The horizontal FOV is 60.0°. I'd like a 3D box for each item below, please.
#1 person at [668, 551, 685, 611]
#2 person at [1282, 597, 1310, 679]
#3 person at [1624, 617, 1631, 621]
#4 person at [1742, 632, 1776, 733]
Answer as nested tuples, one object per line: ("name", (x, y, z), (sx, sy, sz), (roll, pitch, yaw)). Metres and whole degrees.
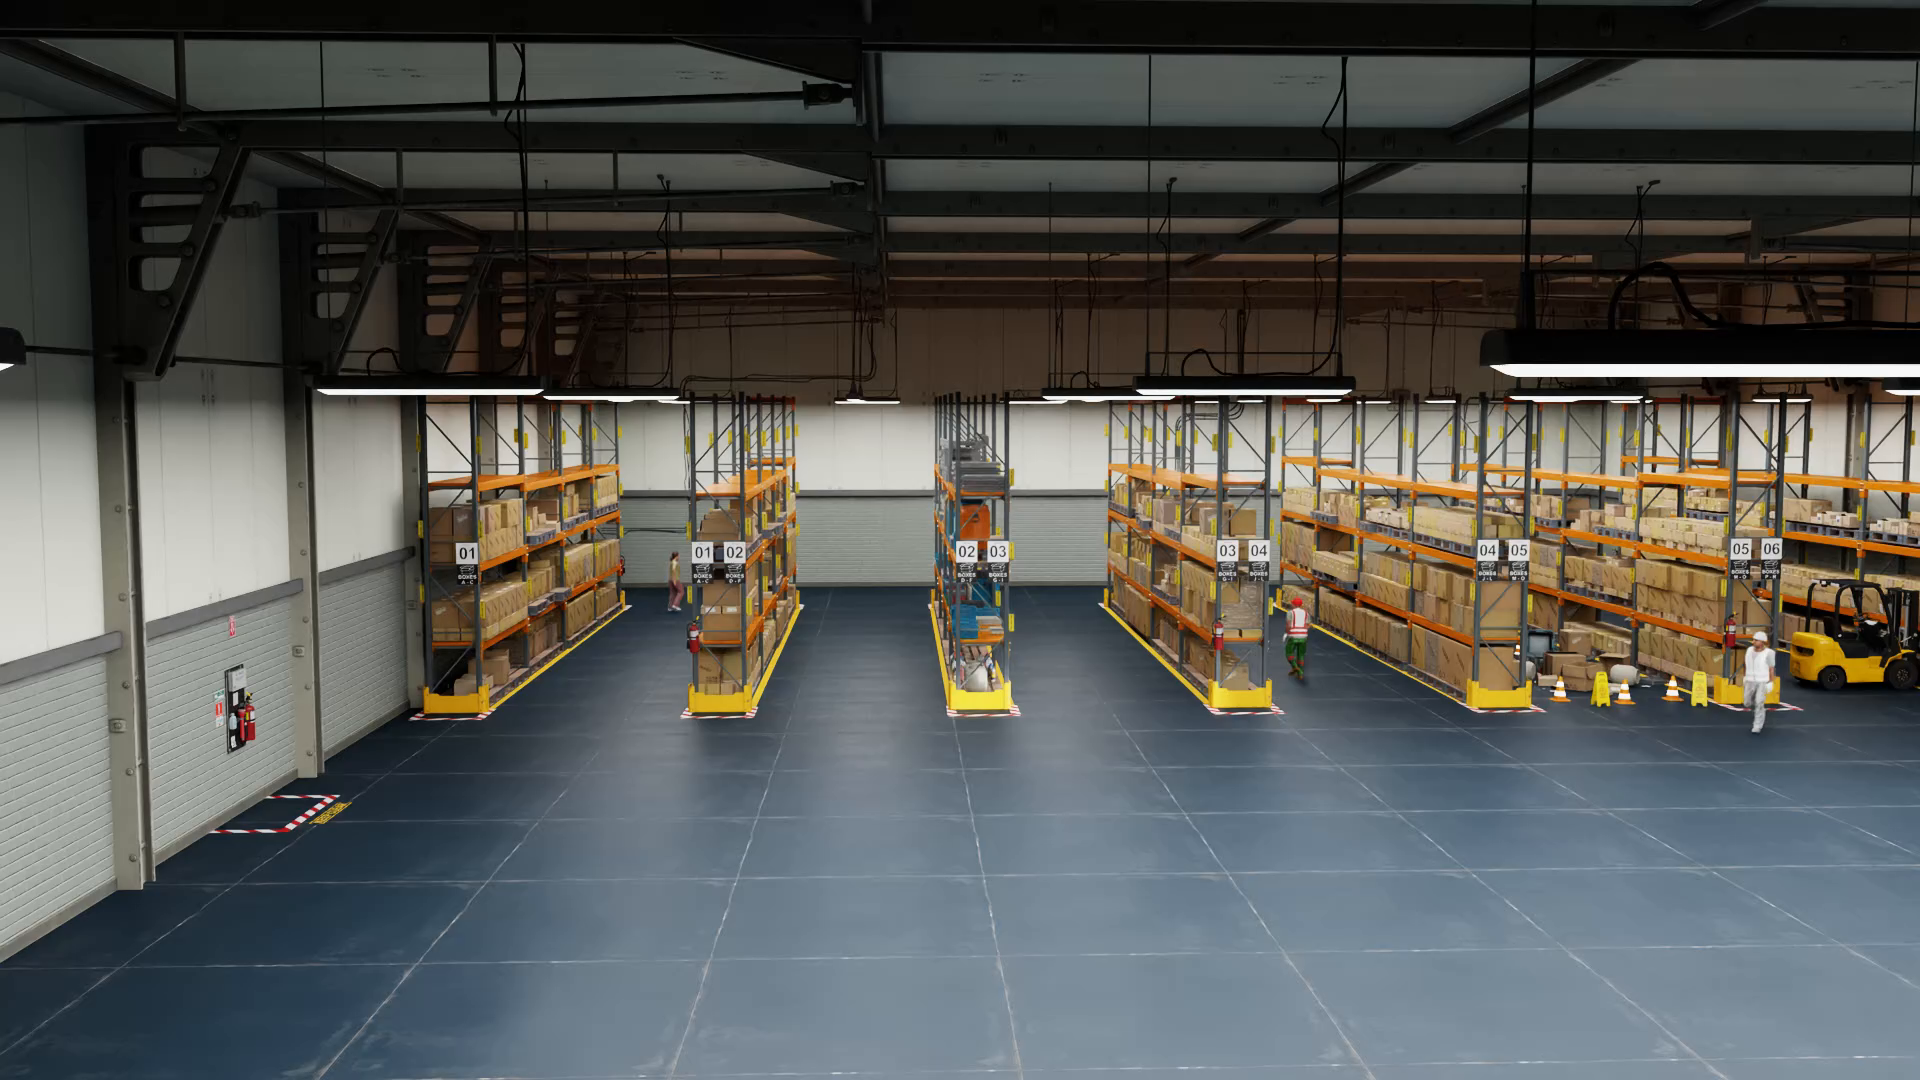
("person", (-7.970, 1.157, 46.523), (0.447, 1.666, 0.496), (-3, 5, -30))
("person", (7.144, 2.068, 35.258), (0.632, 1.680, 0.791), (0, 5, -1))
("person", (17.906, 1.380, 44.311), (0.433, 1.578, 0.414), (-4, 6, -39))
("person", (14.071, 2.480, 29.257), (0.550, 1.771, 0.710), (5, 6, 45))
